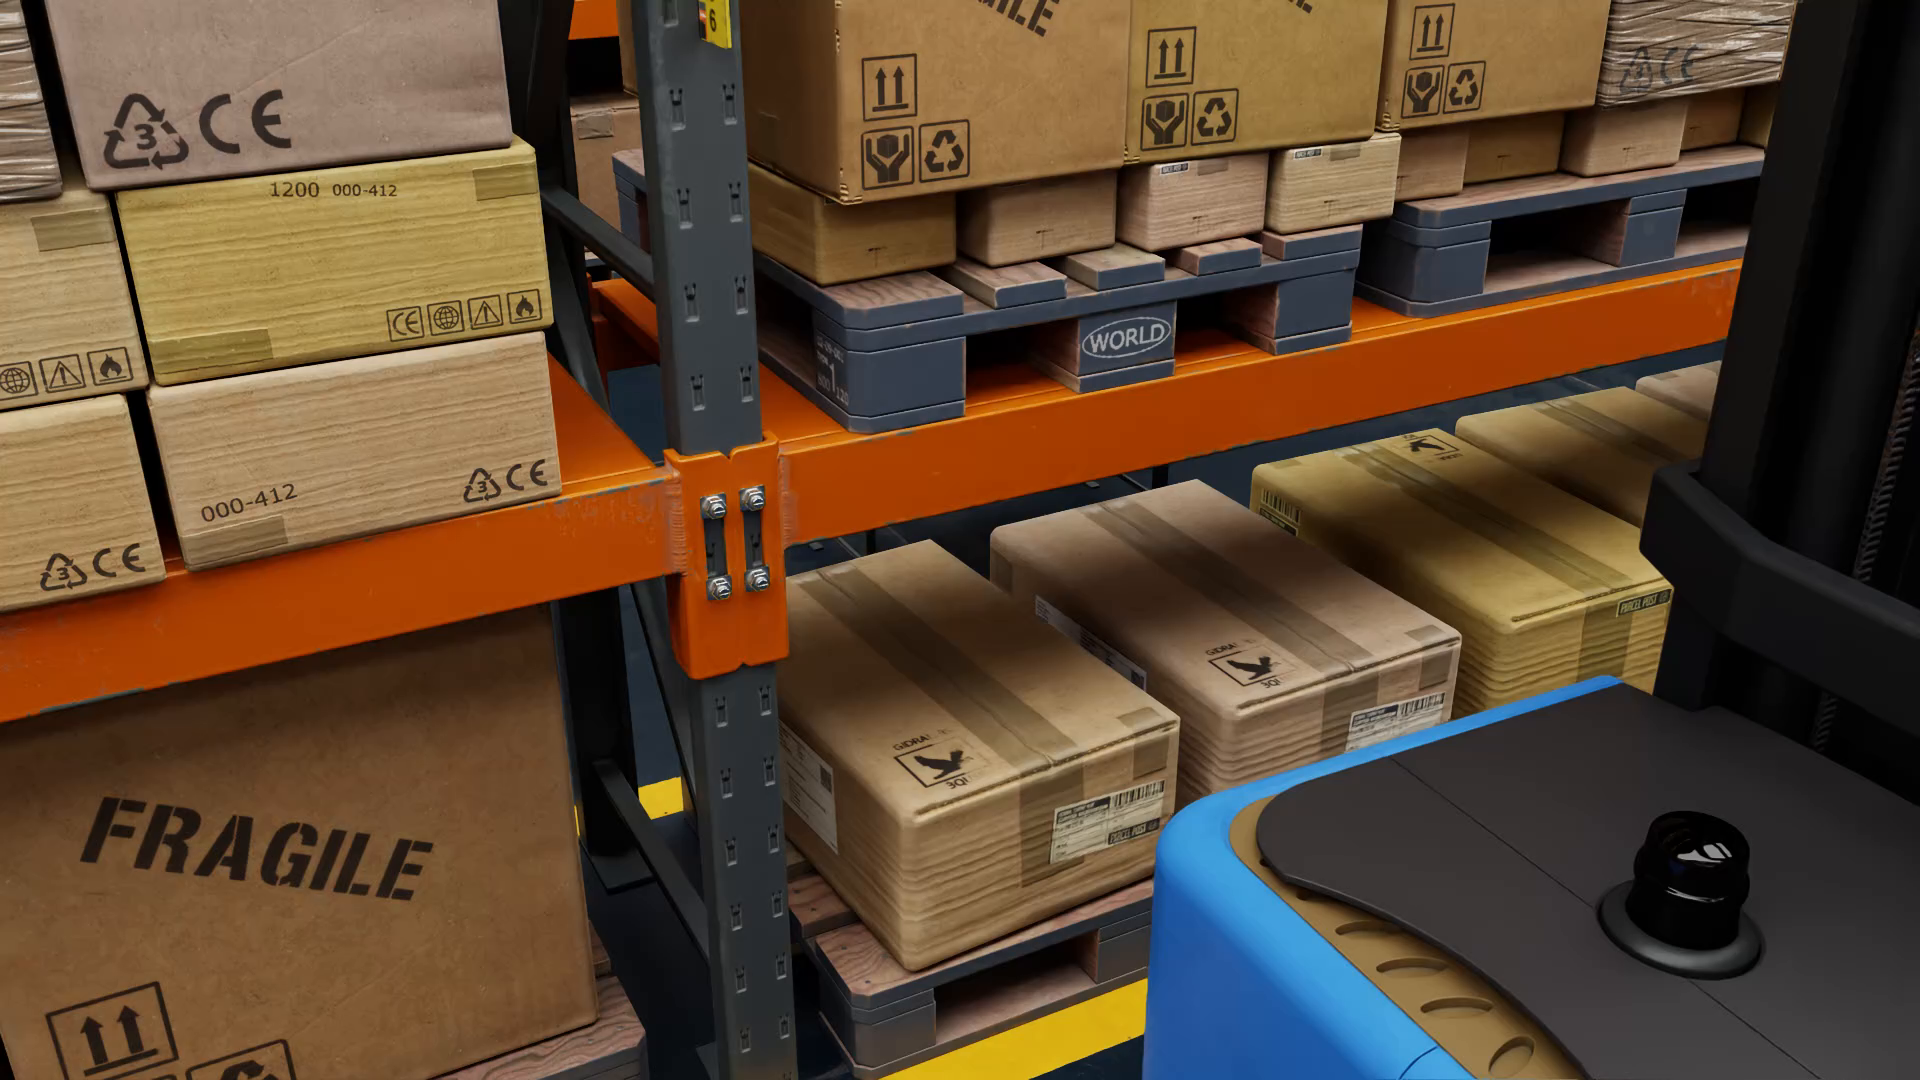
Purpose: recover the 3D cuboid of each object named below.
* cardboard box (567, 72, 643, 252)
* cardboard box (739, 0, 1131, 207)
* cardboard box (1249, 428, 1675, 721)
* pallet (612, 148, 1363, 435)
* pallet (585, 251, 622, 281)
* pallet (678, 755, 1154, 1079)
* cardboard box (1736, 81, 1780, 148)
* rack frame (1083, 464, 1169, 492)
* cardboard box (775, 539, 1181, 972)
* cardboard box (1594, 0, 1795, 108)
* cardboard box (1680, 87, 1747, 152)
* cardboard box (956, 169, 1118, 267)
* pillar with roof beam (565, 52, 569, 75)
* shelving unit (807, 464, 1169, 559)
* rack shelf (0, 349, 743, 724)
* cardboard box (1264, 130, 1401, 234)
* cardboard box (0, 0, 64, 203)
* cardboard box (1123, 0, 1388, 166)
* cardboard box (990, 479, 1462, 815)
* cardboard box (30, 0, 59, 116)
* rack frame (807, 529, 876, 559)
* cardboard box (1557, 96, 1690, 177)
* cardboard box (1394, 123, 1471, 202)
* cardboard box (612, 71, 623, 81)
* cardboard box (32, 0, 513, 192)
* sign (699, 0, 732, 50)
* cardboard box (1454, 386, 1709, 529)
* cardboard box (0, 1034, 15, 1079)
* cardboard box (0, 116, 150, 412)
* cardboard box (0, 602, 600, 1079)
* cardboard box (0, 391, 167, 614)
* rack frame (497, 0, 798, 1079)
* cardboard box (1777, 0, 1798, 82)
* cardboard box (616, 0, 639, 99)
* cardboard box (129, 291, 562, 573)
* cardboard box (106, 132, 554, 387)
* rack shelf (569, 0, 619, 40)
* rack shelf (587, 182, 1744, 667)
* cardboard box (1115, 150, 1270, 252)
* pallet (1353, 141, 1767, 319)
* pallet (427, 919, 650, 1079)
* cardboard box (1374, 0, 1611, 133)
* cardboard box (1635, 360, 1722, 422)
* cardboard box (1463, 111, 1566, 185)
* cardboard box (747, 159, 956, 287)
[{"bbox_3d":[-1.792,-1.755,7.698,0.625,0.625,0.875,-12,28,-23],"label":"cardboard box"},{"bbox_3d":[-0.076,-0.855,2.621,0.500,0.500,0.500,-14,29,-27],"label":"cardboard box"},{"bbox_3d":[1.240,0.095,4.137,0.625,0.372,0.950,-12,28,-23],"label":"cardboard box"},{"bbox_3d":[-0.004,-0.583,3.220,1.003,0.211,1.213,-13,29,-25],"label":"pallet"},{"bbox_3d":[-2.177,-1.274,7.660,1.213,0.211,1.003,-13,29,-25],"label":"pallet"},{"bbox_3d":[0.108,0.615,3.725,1.213,0.211,1.003,-13,29,-25],"label":"pallet"},{"bbox_3d":[1.716,-0.962,3.592,0.250,0.149,0.380,-13,29,-25],"label":"cardboard box"},{"bbox_3d":[0.524,-0.797,5.177,0.032,1.500,0.500,-13,29,-25],"label":"rack frame"},{"bbox_3d":[-0.079,0.401,3.501,0.625,0.372,0.950,-15,30,-29],"label":"cardboard box"},{"bbox_3d":[1.290,-1.174,3.284,0.500,0.500,0.500,-14,29,-27],"label":"cardboard box"},{"bbox_3d":[1.435,-0.947,3.562,0.250,0.149,0.380,-14,29,-27],"label":"cardboard box"},{"bbox_3d":[0.057,-0.599,2.838,0.250,0.149,0.380,-15,29,-28],"label":"cardboard box"},{"bbox_3d":[-0.169,-4.048,3.285,0.400,9.000,9.100,-13,29,-25],"label":"pillar with roof beam"},{"bbox_3d":[0.075,-0.693,4.962,1.048,1.500,0.538,-13,29,-25],"label":"shelving unit"},{"bbox_3d":[-2.347,0.248,2.099,4.000,0.370,1.077,-13,29,-25],"label":"rack shelf"},{"bbox_3d":[0.573,-0.686,3.018,0.250,0.149,0.380,-13,28,-25],"label":"cardboard box"},{"bbox_3d":[-1.364,-0.666,1.902,0.500,0.500,0.500,-12,28,-24],"label":"cardboard box"},{"bbox_3d":[0.380,-0.964,2.848,0.500,0.500,0.500,-11,28,-22],"label":"cardboard box"},{"bbox_3d":[0.568,0.247,3.820,0.625,0.372,0.950,-14,29,-26],"label":"cardboard box"},{"bbox_3d":[-1.566,-0.867,2.320,0.500,0.500,0.500,-13,28,-25],"label":"cardboard box"},{"bbox_3d":[-0.373,-0.590,4.746,0.032,1.500,0.500,-13,29,-25],"label":"rack frame"},{"bbox_3d":[1.241,-0.865,3.392,0.250,0.149,0.380,-12,28,-23],"label":"cardboard box"},{"bbox_3d":[0.749,-0.765,3.182,0.250,0.149,0.380,-11,28,-22],"label":"cardboard box"},{"bbox_3d":[-1.198,-1.892,7.984,0.625,0.625,0.875,-14,29,-27],"label":"cardboard box"},{"bbox_3d":[-0.916,-0.774,2.126,0.500,0.500,0.500,-14,29,-26],"label":"cardboard box"},{"bbox_3d":[-0.318,-0.794,2.101,0.005,0.325,0.100,-13,29,-25],"label":"sign"},{"bbox_3d":[1.853,-0.047,4.434,0.625,0.372,0.950,-11,28,-22],"label":"cardboard box"},{"bbox_3d":[-2.020,0.574,2.558,0.875,0.875,0.875,-13,28,-24],"label":"cardboard box"},{"bbox_3d":[-1.341,-0.340,2.087,0.500,0.250,0.500,-14,29,-26],"label":"cardboard box"},{"bbox_3d":[-1.231,0.394,2.933,0.875,0.875,0.875,-13,29,-26],"label":"cardboard box"},{"bbox_3d":[-1.350,-0.104,2.173,0.500,0.250,0.500,-12,28,-24],"label":"cardboard box"},{"bbox_3d":[-0.582,-0.483,2.791,0.127,3.000,1.000,-13,29,-25],"label":"rack frame"},{"bbox_3d":[1.752,-1.281,3.507,0.500,0.500,0.500,-12,28,-23],"label":"cardboard box"},{"bbox_3d":[-0.312,-1.051,3.028,0.500,0.500,0.500,-14,29,-27],"label":"cardboard box"},{"bbox_3d":[-0.906,-0.214,2.403,0.500,0.250,0.500,-14,29,-27],"label":"cardboard box"},{"bbox_3d":[-0.890,-0.445,2.308,0.500,0.250,0.500,-13,29,-25],"label":"cardboard box"},{"bbox_3d":[-1.157,-2.461,7.742,4.000,0.370,1.077,-13,29,-25],"label":"rack shelf"},{"bbox_3d":[1.182,-0.566,3.795,4.000,0.370,1.077,-13,29,-25],"label":"rack shelf"},{"bbox_3d":[0.320,-0.638,2.917,0.250,0.149,0.380,-15,29,-28],"label":"cardboard box"},{"bbox_3d":[1.145,-0.816,3.705,1.213,0.211,1.003,-13,29,-25],"label":"pallet"},{"bbox_3d":[-1.314,0.905,3.120,1.213,0.211,1.003,-13,29,-25],"label":"pallet"},{"bbox_3d":[0.845,-1.075,3.078,0.500,0.500,0.500,-12,28,-24],"label":"cardboard box"},{"bbox_3d":[2.485,-0.195,4.741,0.625,0.372,0.950,-13,28,-24],"label":"cardboard box"},{"bbox_3d":[0.979,-0.837,3.333,0.250,0.149,0.380,-12,28,-23],"label":"cardboard box"},{"bbox_3d":[-0.208,-0.555,2.745,0.250,0.149,0.380,-15,29,-28],"label":"cardboard box"}]
